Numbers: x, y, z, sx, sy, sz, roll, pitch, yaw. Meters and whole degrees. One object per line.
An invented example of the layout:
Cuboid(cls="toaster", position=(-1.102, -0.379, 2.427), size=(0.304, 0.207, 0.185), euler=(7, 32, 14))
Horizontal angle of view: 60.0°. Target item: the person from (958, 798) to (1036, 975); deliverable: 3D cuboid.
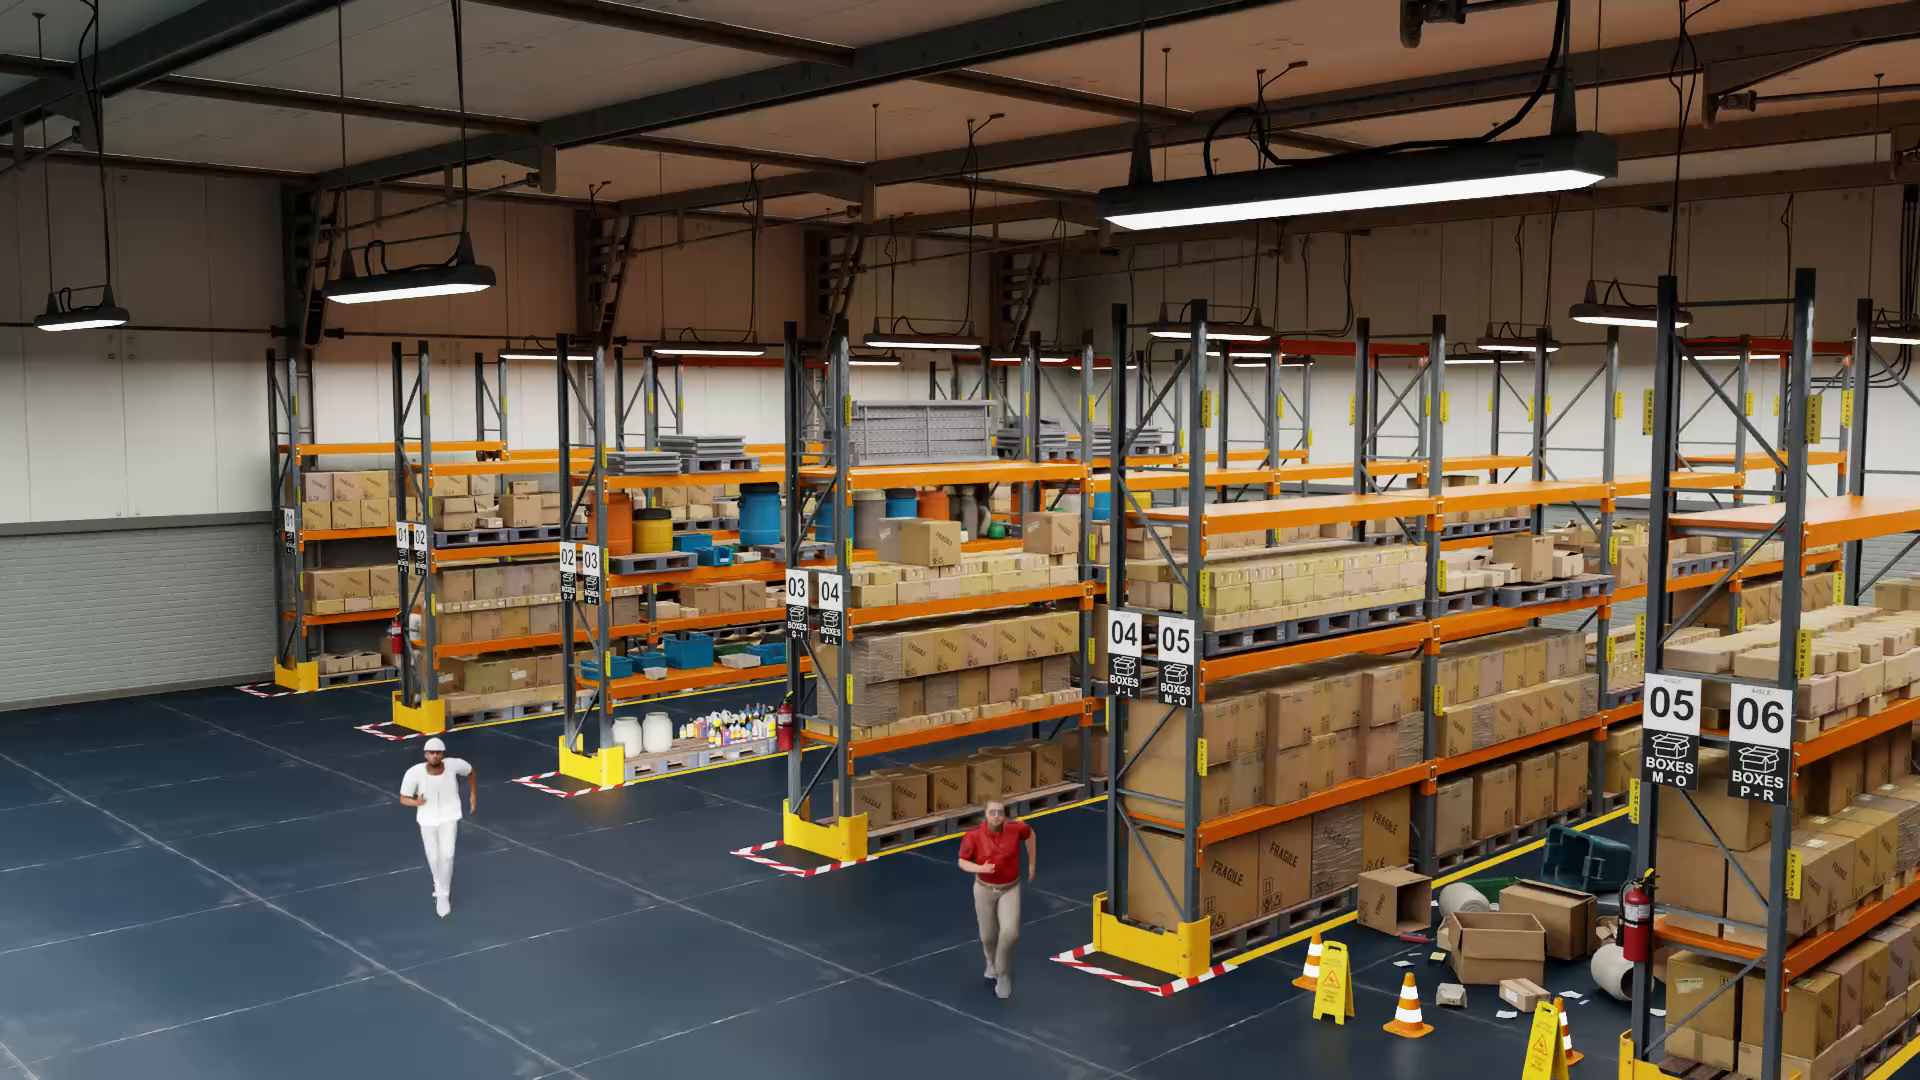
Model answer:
Cuboid(cls="person", position=(0.329, 2.993, 14.371), size=(0.690, 1.579, 0.820), euler=(0, 5, -3))

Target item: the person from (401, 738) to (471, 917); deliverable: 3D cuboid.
Cuboid(cls="person", position=(-5.273, 2.843, 16.784), size=(0.678, 1.792, 0.725), euler=(-1, 5, -16))

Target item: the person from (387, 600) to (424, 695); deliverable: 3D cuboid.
Cuboid(cls="person", position=(-9.126, 1.811, 27.472), size=(0.653, 1.673, 0.834), euler=(2, 6, 27))
